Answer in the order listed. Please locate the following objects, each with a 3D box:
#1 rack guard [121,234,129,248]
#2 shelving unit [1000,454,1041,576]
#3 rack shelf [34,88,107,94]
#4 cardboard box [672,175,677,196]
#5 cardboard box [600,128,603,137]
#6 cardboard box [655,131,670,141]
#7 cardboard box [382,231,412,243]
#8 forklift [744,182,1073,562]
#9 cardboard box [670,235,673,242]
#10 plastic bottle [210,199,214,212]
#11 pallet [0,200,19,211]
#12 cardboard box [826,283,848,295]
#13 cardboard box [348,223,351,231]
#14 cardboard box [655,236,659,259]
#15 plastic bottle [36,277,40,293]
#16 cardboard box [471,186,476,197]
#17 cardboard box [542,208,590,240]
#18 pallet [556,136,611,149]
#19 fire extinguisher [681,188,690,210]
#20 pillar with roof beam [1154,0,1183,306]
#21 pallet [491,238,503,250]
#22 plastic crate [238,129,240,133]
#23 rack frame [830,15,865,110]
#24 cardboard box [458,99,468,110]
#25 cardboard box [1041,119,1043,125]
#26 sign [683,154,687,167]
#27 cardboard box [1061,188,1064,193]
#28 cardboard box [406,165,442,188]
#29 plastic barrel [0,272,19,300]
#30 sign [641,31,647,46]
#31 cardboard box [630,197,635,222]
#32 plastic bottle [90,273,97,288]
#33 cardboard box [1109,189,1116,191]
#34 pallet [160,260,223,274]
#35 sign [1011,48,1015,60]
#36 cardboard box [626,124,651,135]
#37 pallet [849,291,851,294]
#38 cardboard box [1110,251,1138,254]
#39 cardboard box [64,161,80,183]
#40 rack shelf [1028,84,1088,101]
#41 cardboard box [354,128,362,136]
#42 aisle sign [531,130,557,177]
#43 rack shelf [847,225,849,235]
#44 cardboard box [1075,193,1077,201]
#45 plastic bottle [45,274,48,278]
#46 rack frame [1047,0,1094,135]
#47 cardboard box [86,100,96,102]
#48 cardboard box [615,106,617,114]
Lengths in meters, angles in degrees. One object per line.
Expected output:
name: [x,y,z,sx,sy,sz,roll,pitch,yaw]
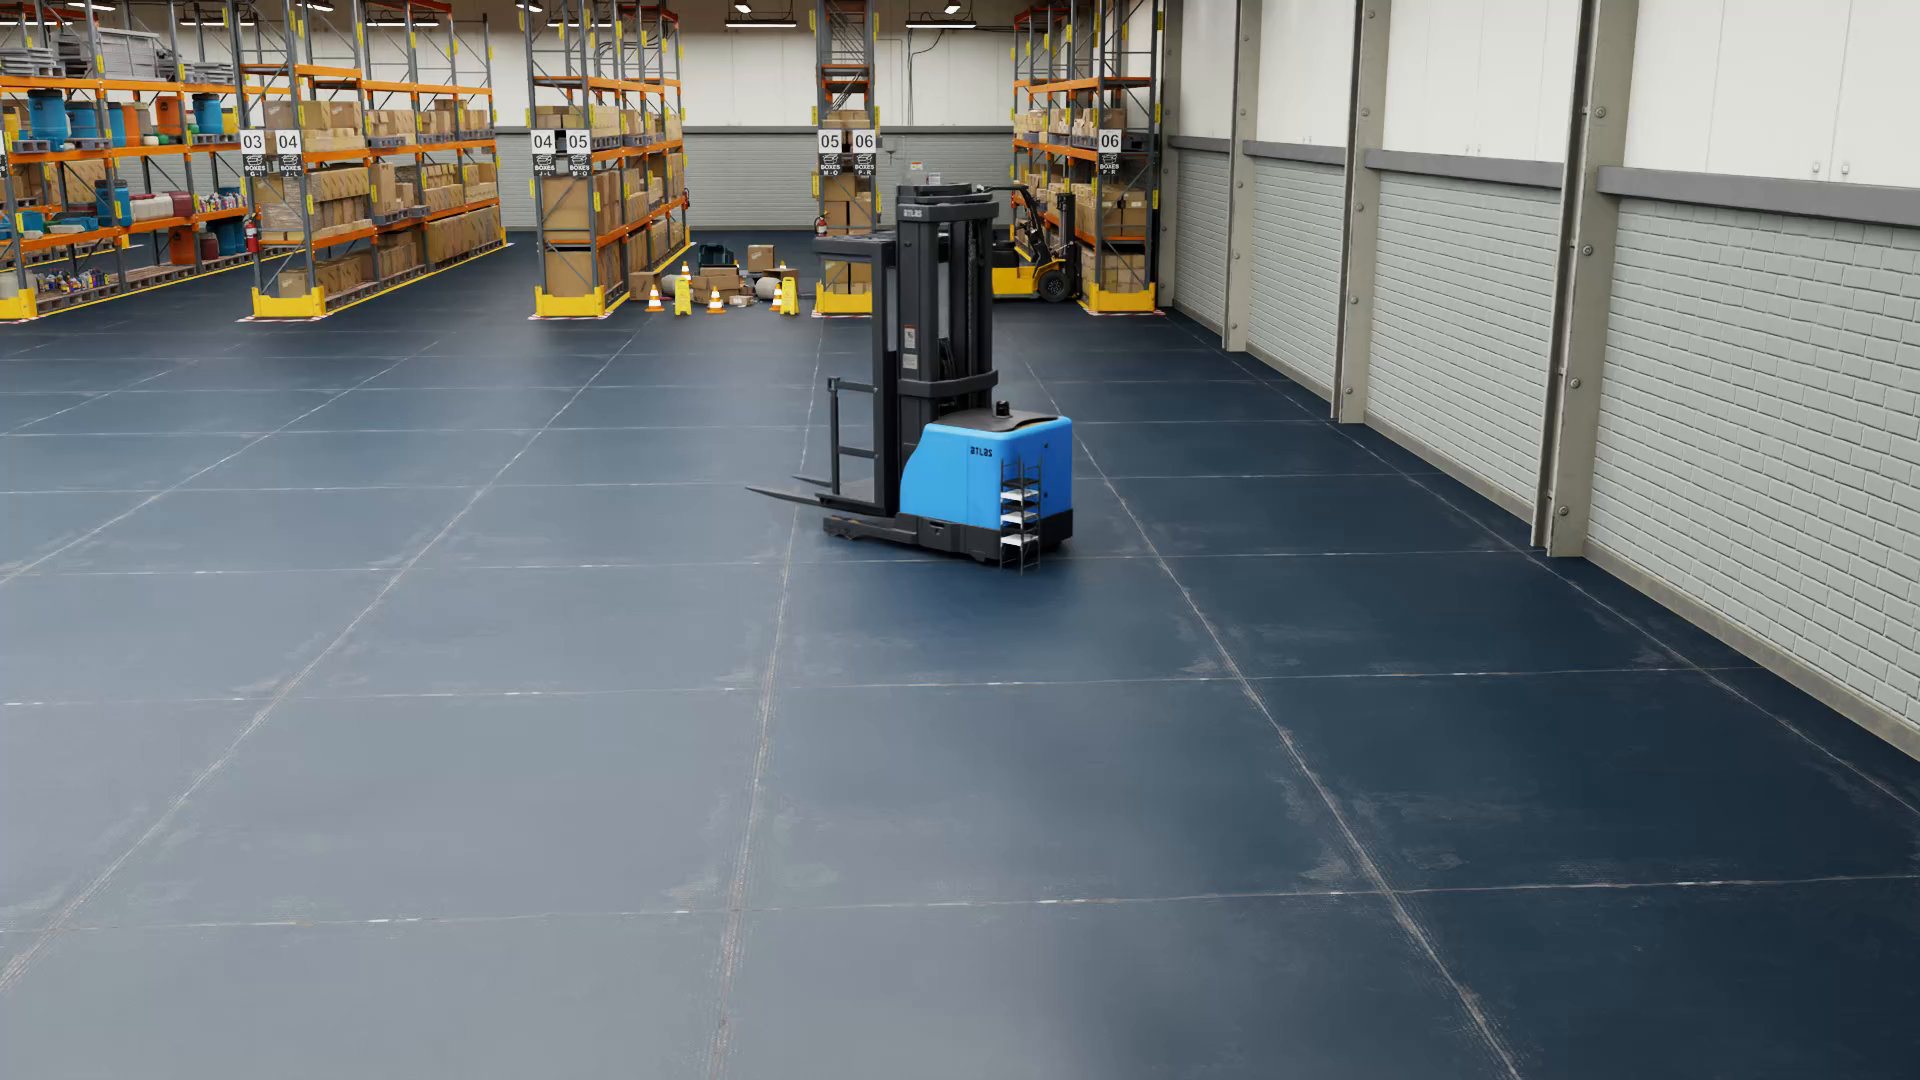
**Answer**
rack guard: [-22.765,-8.025,44.213,1.175,0.500,0.348,-1,14,-3]
shelving unit: [0.473,-0.197,12.986,0.210,0.900,0.258,11,18,37]
rack shelf: [-22.646,-11.312,41.384,1.077,0.370,4.000,-1,14,-3]
cardboard box: [-7.490,-9.031,42.310,0.500,0.500,0.500,-1,14,-5]
cardboard box: [-6.698,-7.403,30.219,0.380,0.149,0.250,-1,14,-3]
cardboard box: [-7.443,-9.962,41.007,0.500,0.250,0.500,0,14,-1]
cardboard box: [-12.315,-6.616,36.350,0.500,0.250,0.500,0,14,-1]
forklift: [-0.541,-1.517,14.039,3.031,2.935,1.130,11,18,36]
cardboard box: [-7.381,-7.525,41.534,0.380,0.149,0.250,0,14,-1]
plastic bottle: [-17.065,-7.626,37.902,0.097,0.271,0.097,0,14,0]
pallet: [-22.399,-7.655,38.145,1.003,0.211,1.213,-1,14,-3]
cardboard box: [-2.320,-4.655,30.773,0.500,0.250,0.500,-1,14,-4]
cardboard box: [-11.804,-5.940,31.596,0.380,0.149,0.250,-1,14,-3]
cardboard box: [-7.254,-6.766,38.477,0.500,0.500,0.500,-1,14,-3]
plastic bottle: [-17.268,-4.763,31.088,0.061,0.283,0.133,-1,14,-3]
cardboard box: [-12.428,-8.728,41.632,0.500,0.250,0.500,-1,14,-4]
cardboard box: [-7.002,-5.643,29.637,0.875,0.550,0.550,-1,14,-3]
pallet: [-7.069,-7.377,30.836,1.003,0.211,1.213,-1,14,-3]
fire extinguisher: [-7.480,-9.310,45.093,0.296,0.674,0.183,-1,14,-3]
pillar with roof beam: [-0.486,-8.684,29.717,9.100,9.000,0.400,-1,14,-3]
pallet: [-12.755,-7.858,44.145,1.003,0.211,1.213,-1,14,-3]
plastic crate: [-17.996,-10.169,41.748,0.437,0.282,0.530,-1,14,-3]
rack frame: [-2.991,-12.465,44.413,1.000,3.000,0.127,-1,14,-3]
cardboard box: [-12.767,-11.020,42.068,0.500,0.250,0.500,-1,14,-5]
cardboard box: [2.079,-9.705,38.612,0.380,0.149,0.250,-1,14,-5]
sign: [-7.370,-10.175,44.596,0.100,0.325,0.005,-1,14,-3]
cardboard box: [2.318,-7.286,34.820,0.380,0.149,0.250,-1,14,-5]
cardboard box: [-12.501,-8.462,38.681,0.797,0.503,0.637,0,14,-2]
plastic barrel: [-16.951,-4.512,29.692,0.421,0.512,0.421,0,14,0]
sign: [-6.876,-10.912,36.186,0.100,0.325,0.005,-1,14,-3]
cardboard box: [-6.978,-6.782,34.166,0.500,0.500,0.500,-1,14,-3]
plastic bottle: [-16.691,-5.000,32.007,0.061,0.283,0.133,0,14,0]
cardboard box: [2.691,-6.439,30.932,0.380,0.149,0.250,-1,14,-3]
pallet: [-17.420,-6.185,37.643,1.003,0.211,1.213,-1,14,-3]
sign: [1.421,-13.025,44.555,0.100,0.325,0.005,-1,14,-3]
cardboard box: [-7.200,-9.115,37.214,0.500,0.500,0.500,-1,14,-3]
pallet: [-2.020,-4.451,30.903,1.003,0.211,1.213,-1,14,-3]
cardboard box: [3.079,-5.260,31.120,0.500,0.250,0.500,-1,14,-3]
cardboard box: [-22.334,-9.170,41.439,0.500,0.500,0.500,-1,14,-5]
rack shelf: [2.334,-10.508,39.054,1.077,0.370,4.000,-1,14,-3]
cardboard box: [-11.830,-7.919,32.265,0.380,0.149,0.250,0,14,-2]
aisle sign: [-7.229,-6.715,28.889,0.394,0.787,0.004,-1,14,-3]
rack shelf: [-2.124,-5.729,31.717,1.077,0.370,4.000,-1,14,-3]
cardboard box: [2.466,-6.741,32.702,0.380,0.149,0.250,-1,14,-2]
plastic bottle: [-17.466,-4.947,31.803,0.061,0.283,0.133,0,14,-1]
rack frame: [2.458,-10.553,36.981,1.000,3.000,0.127,-1,14,-3]
cardboard box: [-22.722,-11.112,42.968,0.700,0.500,0.500,-1,14,-3]
cardboard box: [-6.826,-8.294,32.081,0.380,0.149,0.250,-1,14,-4]
